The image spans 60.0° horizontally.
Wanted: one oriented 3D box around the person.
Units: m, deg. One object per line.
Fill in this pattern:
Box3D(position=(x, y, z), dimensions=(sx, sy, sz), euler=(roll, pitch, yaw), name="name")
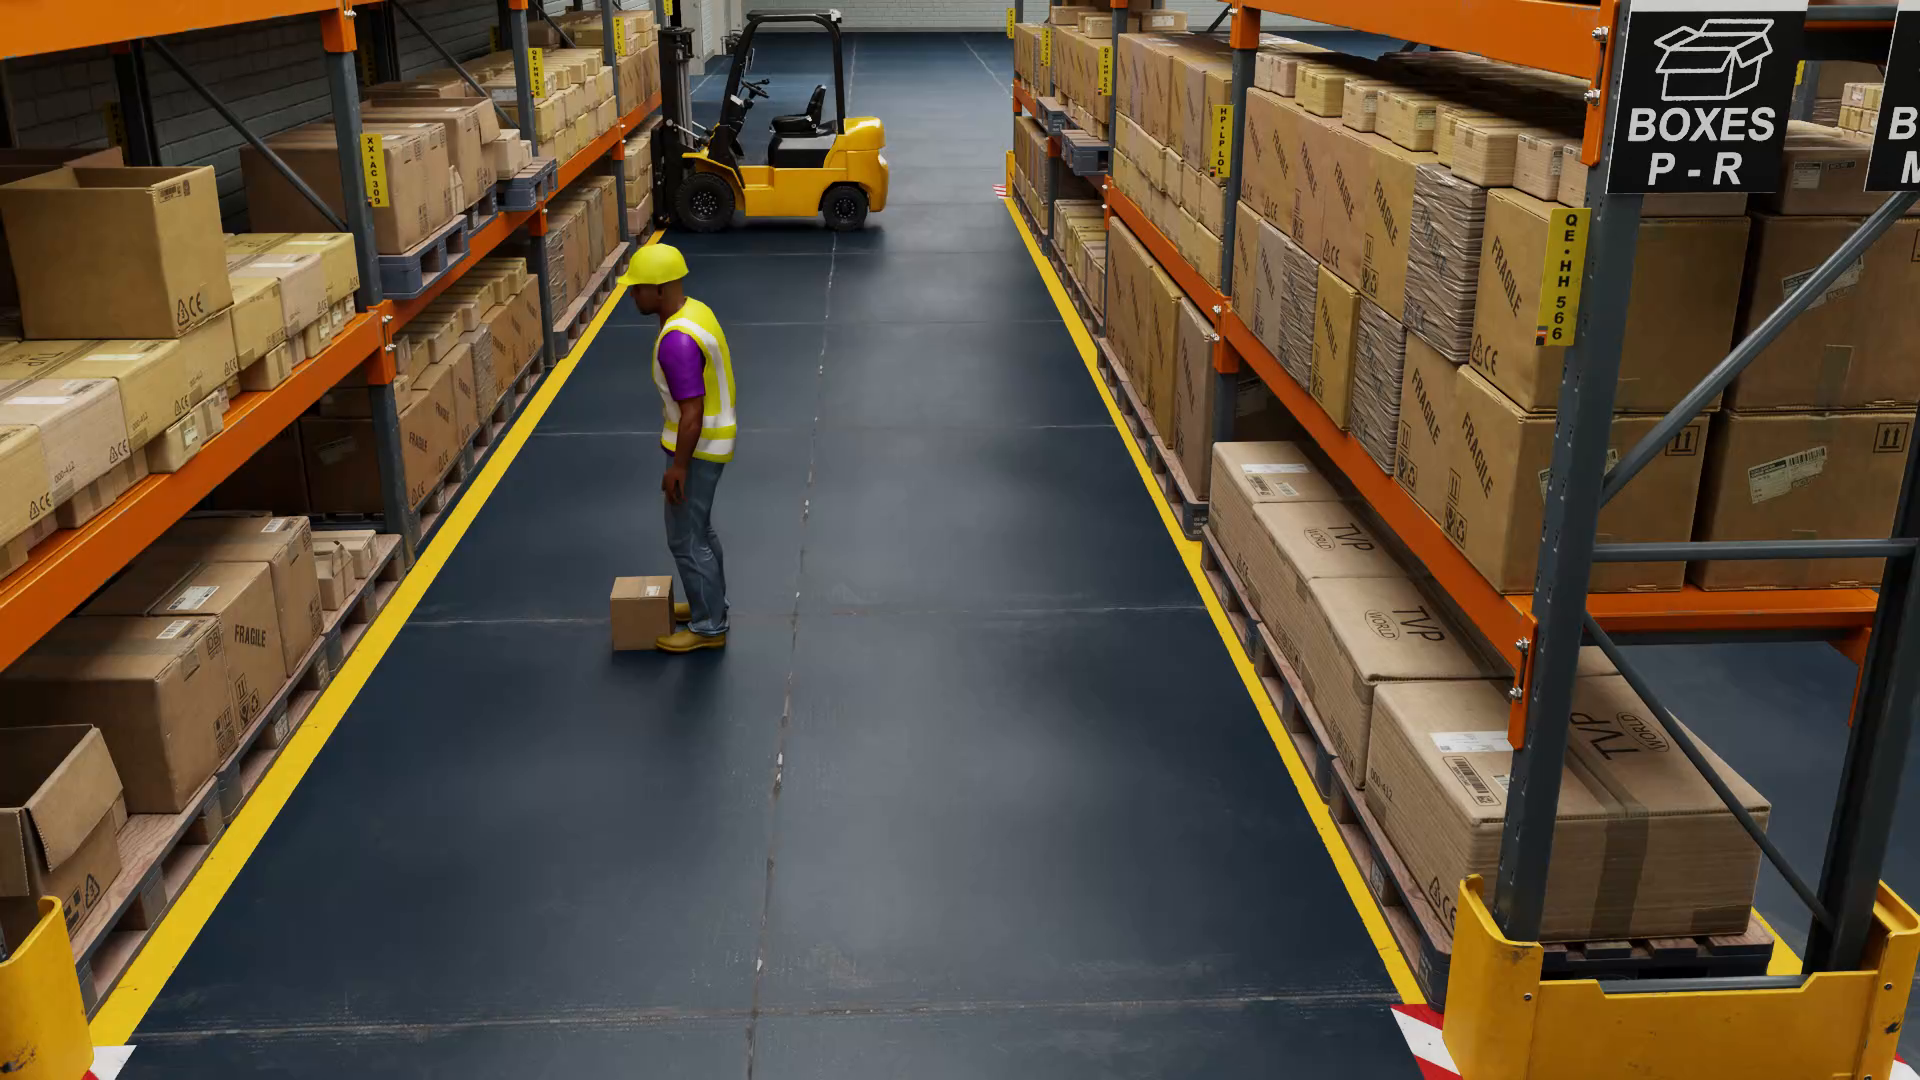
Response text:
Box3D(position=(-1.178, -0.392, 7.112), dimensions=(0.462, 1.760, 0.636), euler=(-2, 20, -4), name="person")
